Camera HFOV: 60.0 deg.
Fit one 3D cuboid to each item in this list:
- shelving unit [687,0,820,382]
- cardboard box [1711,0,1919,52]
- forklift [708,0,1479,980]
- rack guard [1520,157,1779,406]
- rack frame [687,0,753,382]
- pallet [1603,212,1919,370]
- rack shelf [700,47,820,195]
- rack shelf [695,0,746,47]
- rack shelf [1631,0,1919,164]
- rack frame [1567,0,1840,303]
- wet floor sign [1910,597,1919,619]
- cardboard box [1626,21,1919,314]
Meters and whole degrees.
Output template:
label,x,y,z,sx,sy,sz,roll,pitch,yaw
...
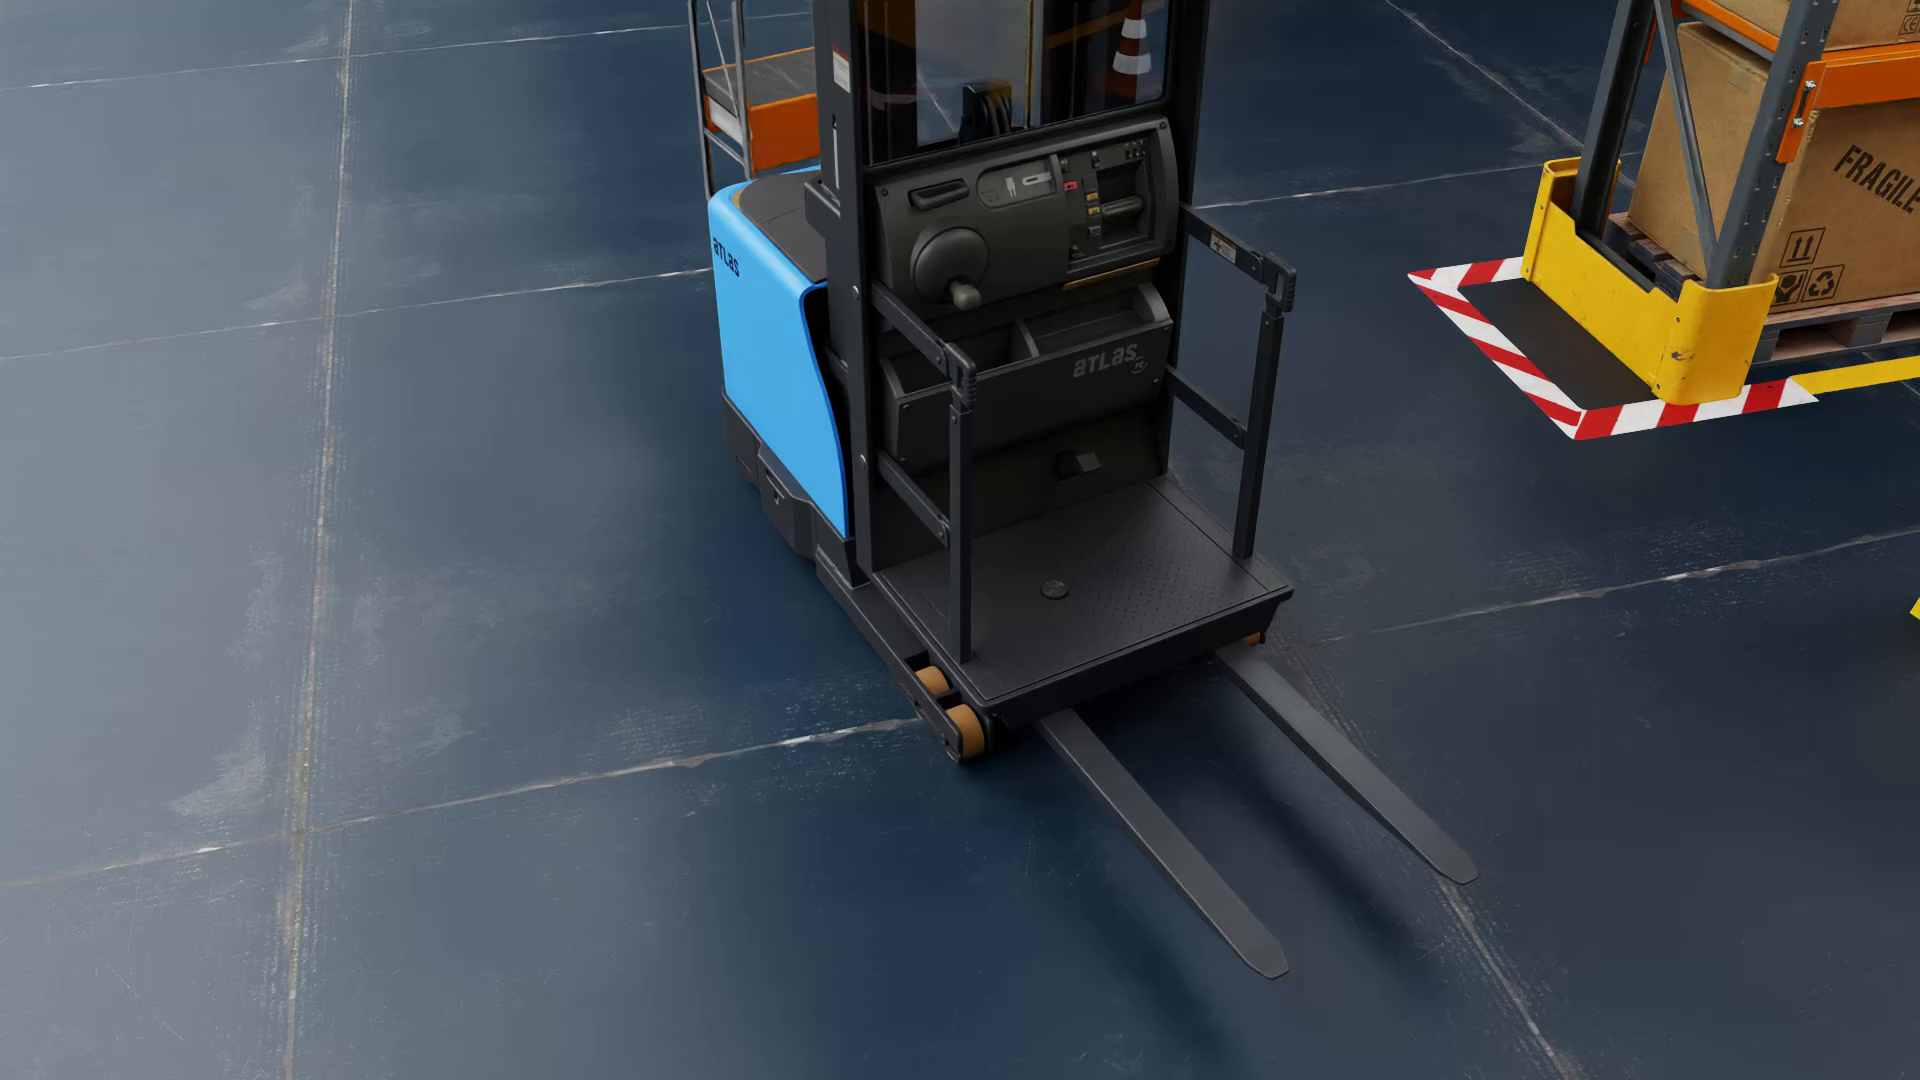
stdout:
label,x,y,z,sx,sy,sz,roll,pitch,yaw
shelving unit,-0.611,-1.443,5.905,0.503,2.100,0.431,-20,42,-25
cardboard box,3.125,-2.219,6.059,0.550,0.550,0.875,-9,38,-12
forklift,0.304,-0.831,4.424,1.130,2.935,3.031,-19,41,-23
rack guard,2.755,-1.078,6.747,0.348,0.500,1.175,-9,38,-12
rack frame,-0.818,-1.366,5.802,0.015,2.100,0.400,-20,42,-25
pallet,3.530,-1.139,7.066,1.213,0.211,1.003,-9,38,-12
rack shelf,-0.611,-1.432,5.913,0.480,0.518,0.431,-20,42,-25
rack shelf,-0.608,-1.990,5.490,0.480,0.518,0.431,-20,42,-25
rack shelf,4.709,-2.105,6.625,4.000,0.370,1.077,-9,38,-12
rack frame,2.778,-2.074,5.993,0.127,3.000,1.000,-9,38,-12
wet floor sign,3.266,0.027,5.184,0.232,0.644,0.267,-16,40,-20
cardboard box,3.416,-1.543,6.702,0.875,0.875,0.875,-9,38,-12
